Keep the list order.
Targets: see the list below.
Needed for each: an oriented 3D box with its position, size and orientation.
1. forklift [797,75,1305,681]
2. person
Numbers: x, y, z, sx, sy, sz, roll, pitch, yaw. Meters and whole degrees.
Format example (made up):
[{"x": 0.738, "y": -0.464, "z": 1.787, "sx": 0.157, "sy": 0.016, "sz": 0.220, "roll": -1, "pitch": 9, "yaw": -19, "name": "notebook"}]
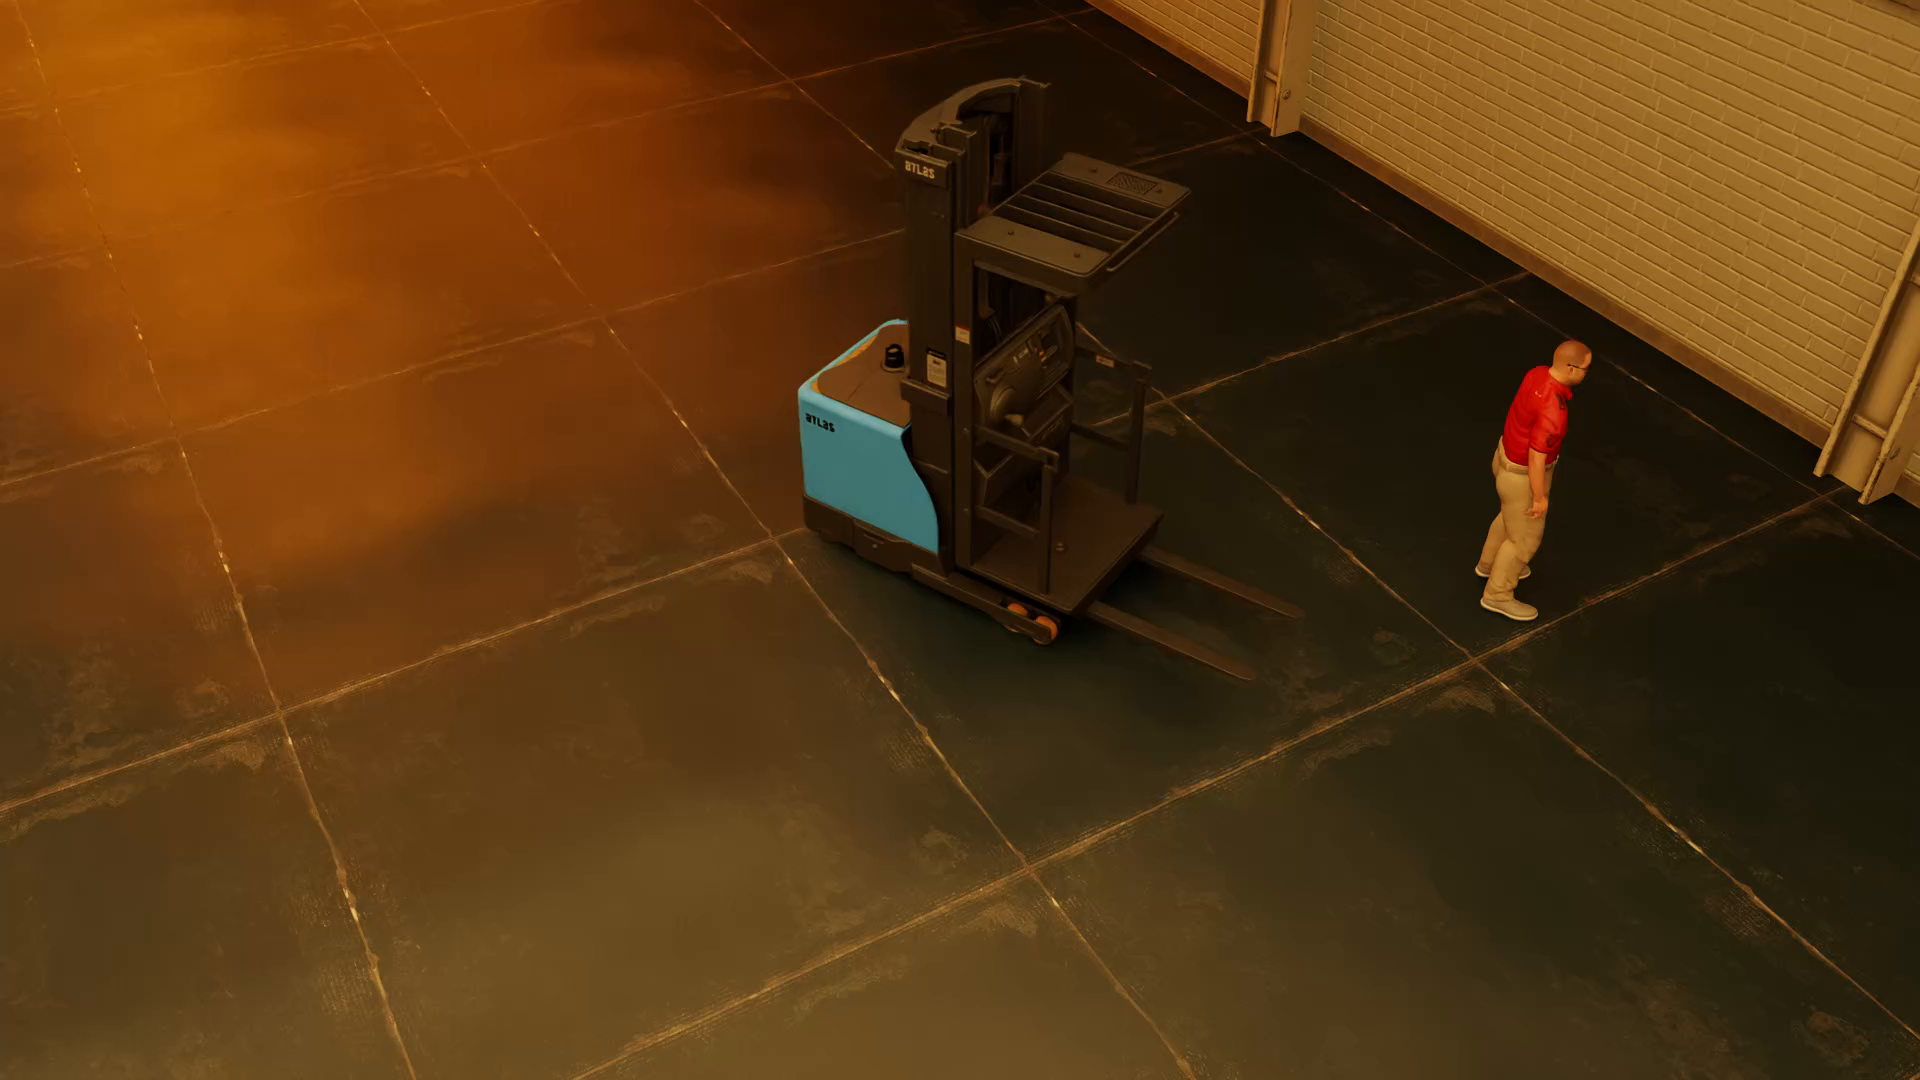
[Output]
[{"x": 0.531, "y": -0.911, "z": 9.135, "sx": 3.031, "sy": 2.935, "sz": 1.130, "roll": 24, "pitch": 45, "yaw": 26, "name": "forklift"}, {"x": 3.237, "y": -0.377, "z": 9.434, "sx": 0.398, "sy": 1.725, "sz": 0.593, "roll": 4, "pitch": 40, "yaw": 5, "name": "person"}]
